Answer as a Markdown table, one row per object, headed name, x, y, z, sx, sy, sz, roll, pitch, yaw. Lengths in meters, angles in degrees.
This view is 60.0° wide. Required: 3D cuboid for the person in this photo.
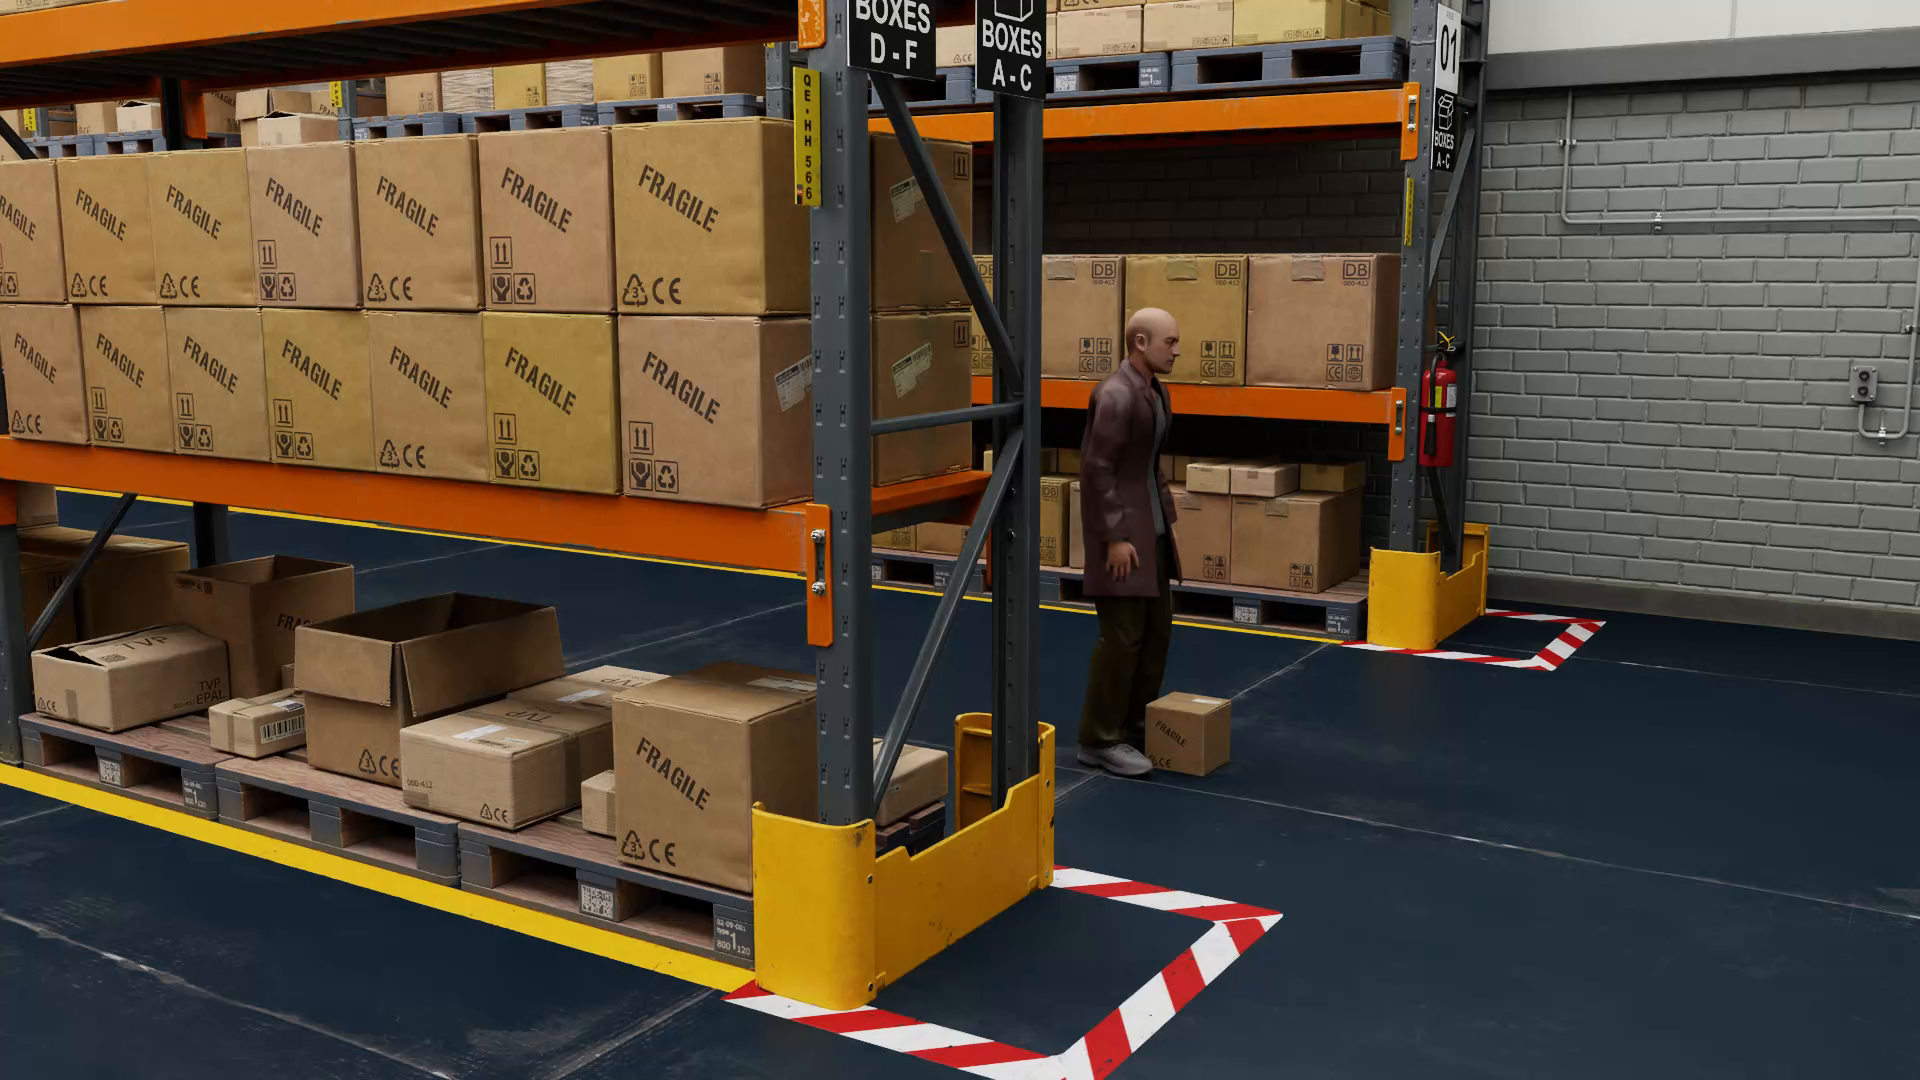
| name | x | y | z | sx | sy | sz | roll | pitch | yaw |
| --- | --- | --- | --- | --- | --- | --- | --- | --- | --- |
| person | 0.688 | -0.016 | 6.523 | 0.420 | 1.774 | 0.654 | 5 | 10 | 28 |
